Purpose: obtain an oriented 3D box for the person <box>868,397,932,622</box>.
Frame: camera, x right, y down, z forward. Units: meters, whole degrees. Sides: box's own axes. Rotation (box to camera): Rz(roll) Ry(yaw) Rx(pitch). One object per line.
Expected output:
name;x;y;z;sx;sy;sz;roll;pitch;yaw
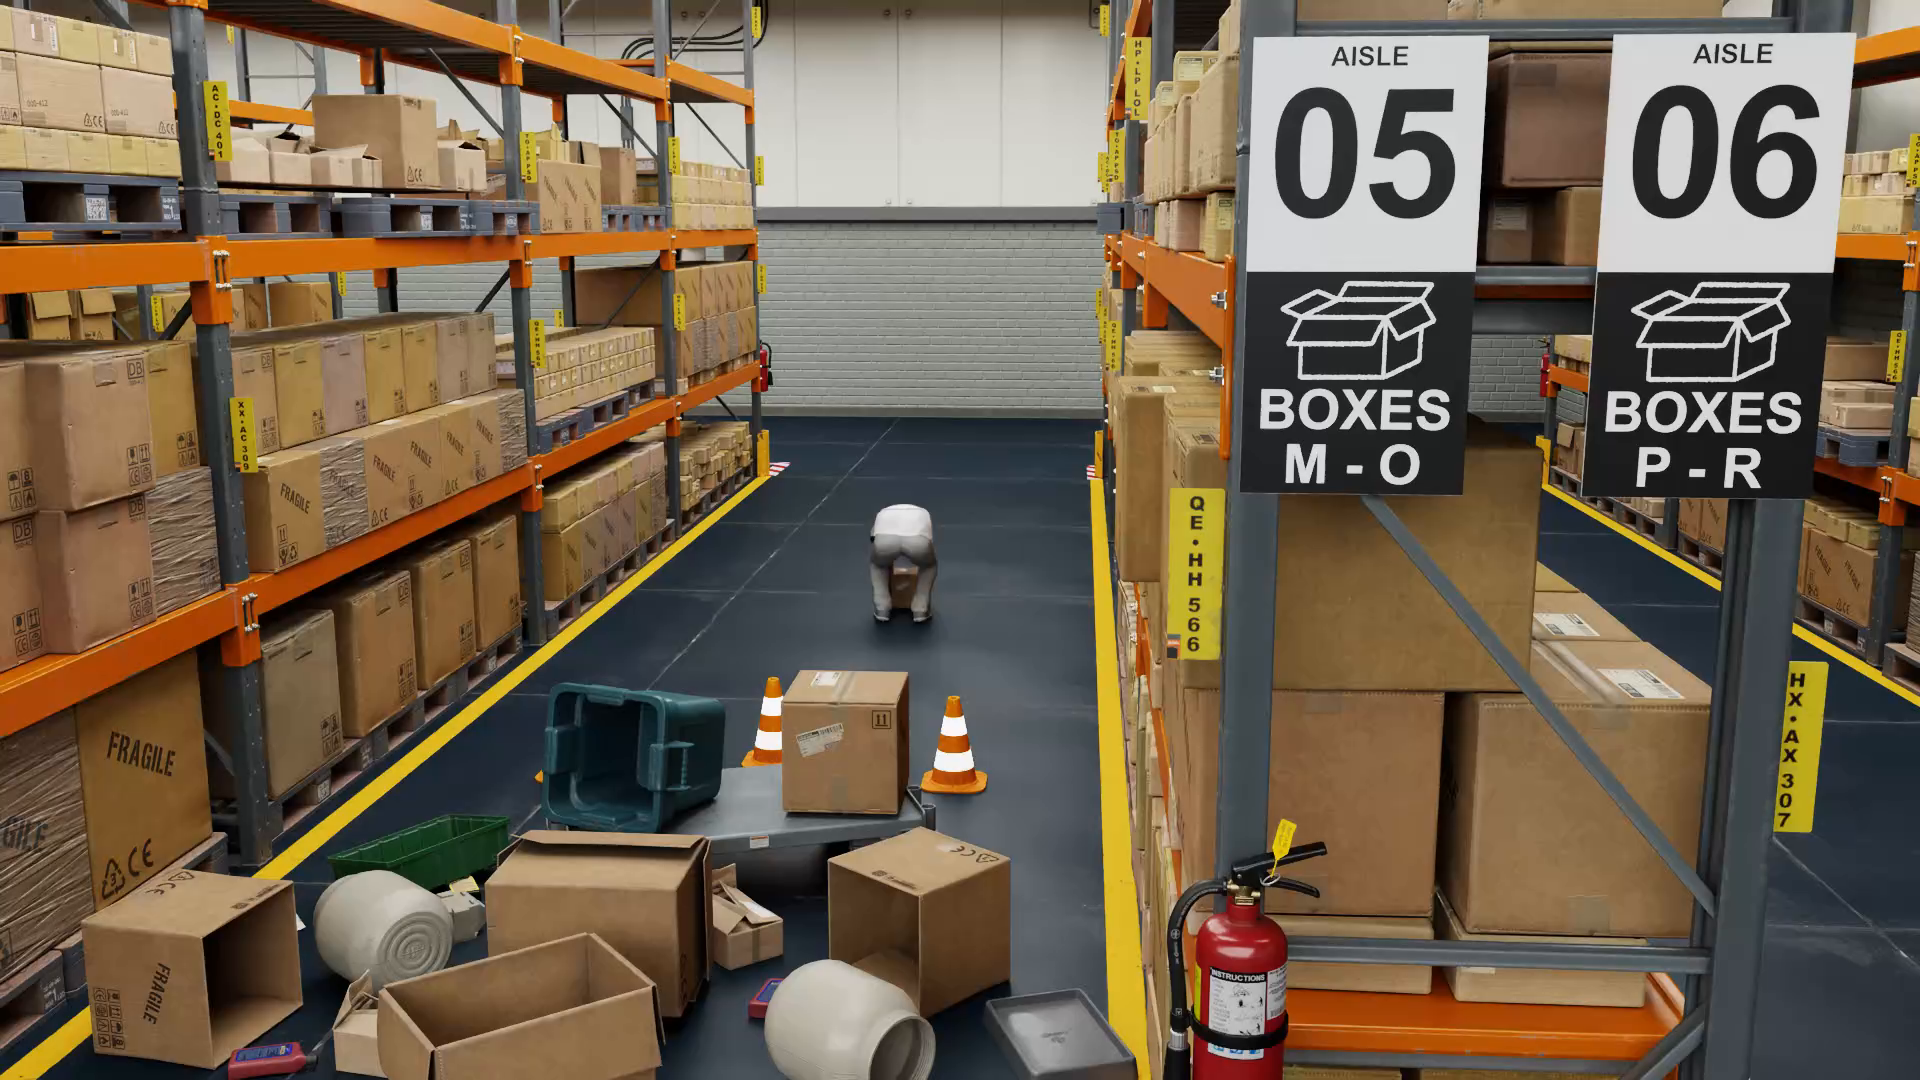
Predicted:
person;-0.427;-0.234;12.172;0.453;1.654;0.541;1;11;5
